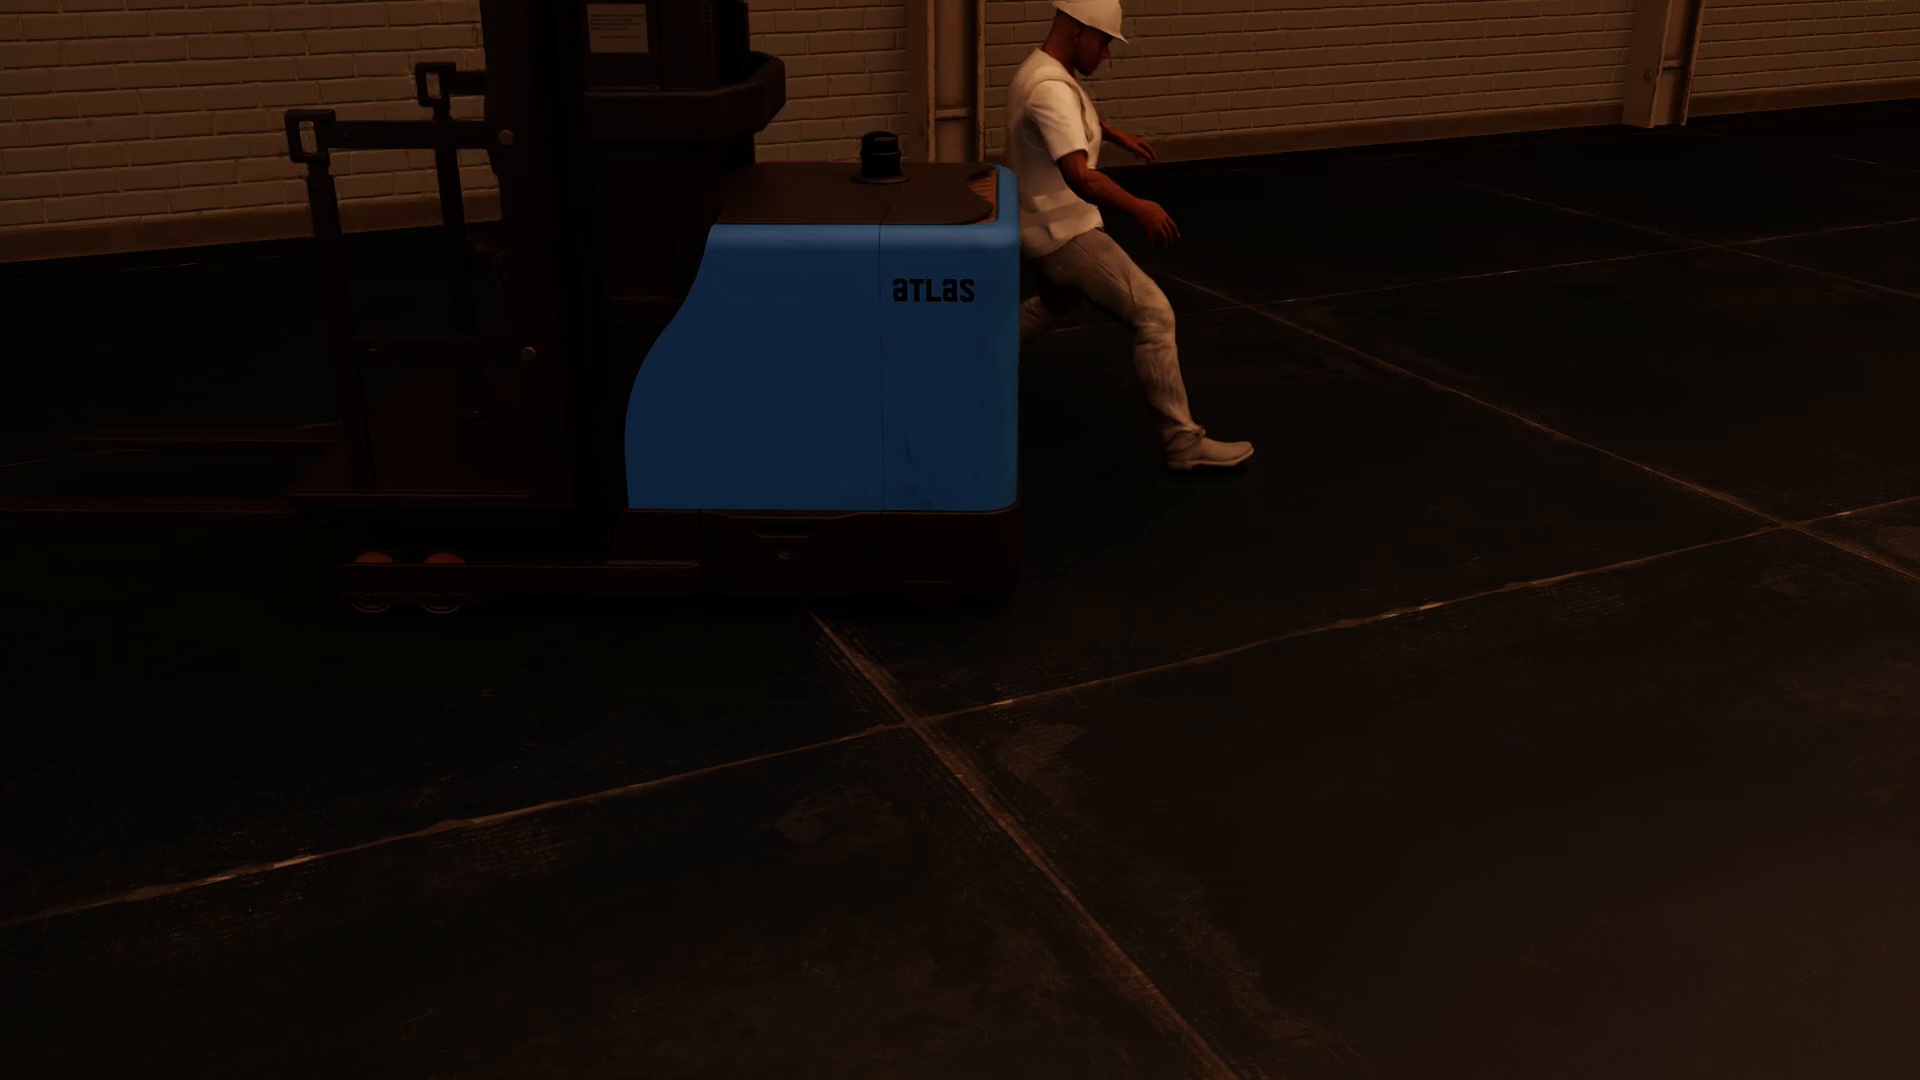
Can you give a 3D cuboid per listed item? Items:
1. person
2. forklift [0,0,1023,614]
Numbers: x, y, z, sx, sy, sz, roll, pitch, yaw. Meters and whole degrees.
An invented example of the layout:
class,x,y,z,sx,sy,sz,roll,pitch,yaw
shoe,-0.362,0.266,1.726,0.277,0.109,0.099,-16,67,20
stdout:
class,x,y,z,sx,sy,sz,roll,pitch,yaw
person,0.480,-1.131,5.833,1.007,1.589,1.111,-1,23,-3
forklift,-1.337,-1.351,4.537,3.031,2.935,1.130,1,23,1
